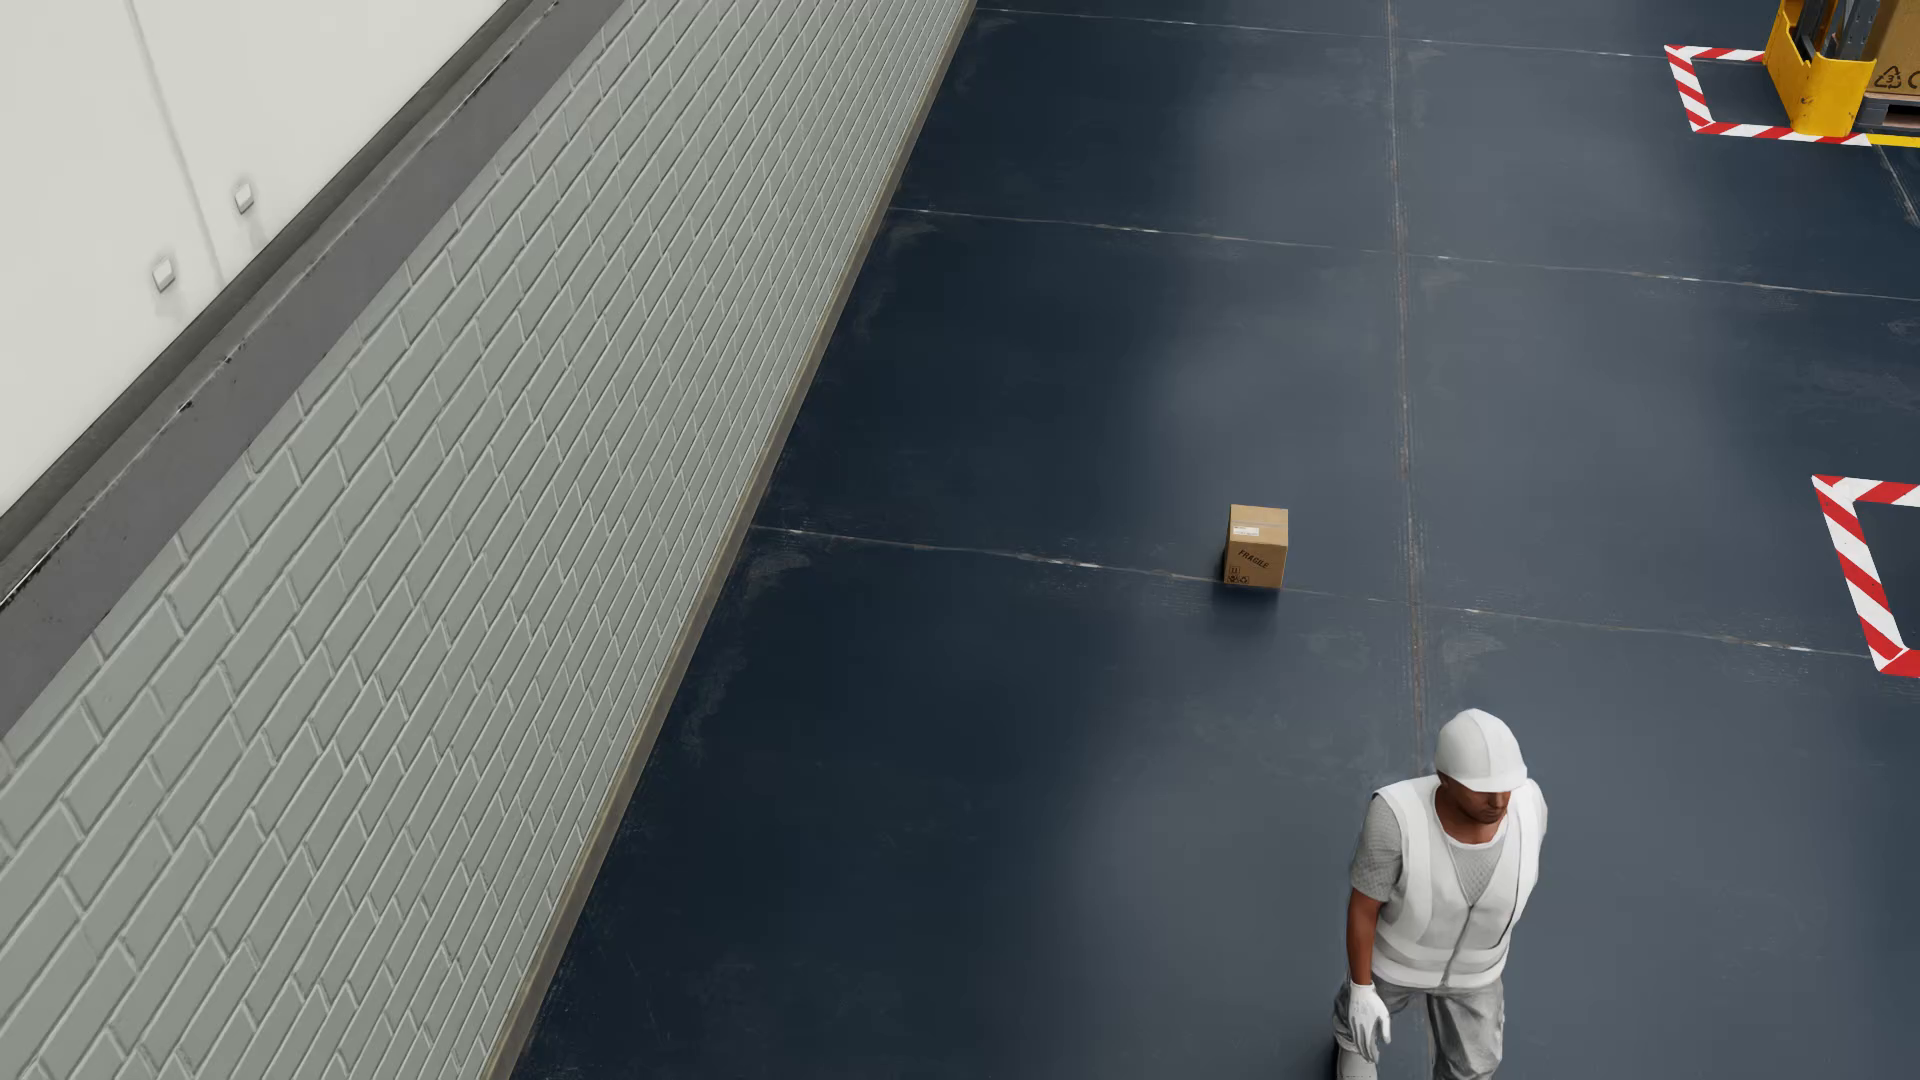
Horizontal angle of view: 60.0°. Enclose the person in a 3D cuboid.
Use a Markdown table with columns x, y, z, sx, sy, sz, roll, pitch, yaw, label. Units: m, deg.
| x | y | z | sx | sy | sz | roll | pitch | yaw | label |
| --- | --- | --- | --- | --- | --- | --- | --- | --- | --- |
| 1.334 | 1.239 | 4.652 | 0.548 | 1.754 | 0.898 | 0 | 40 | 0 | person |
